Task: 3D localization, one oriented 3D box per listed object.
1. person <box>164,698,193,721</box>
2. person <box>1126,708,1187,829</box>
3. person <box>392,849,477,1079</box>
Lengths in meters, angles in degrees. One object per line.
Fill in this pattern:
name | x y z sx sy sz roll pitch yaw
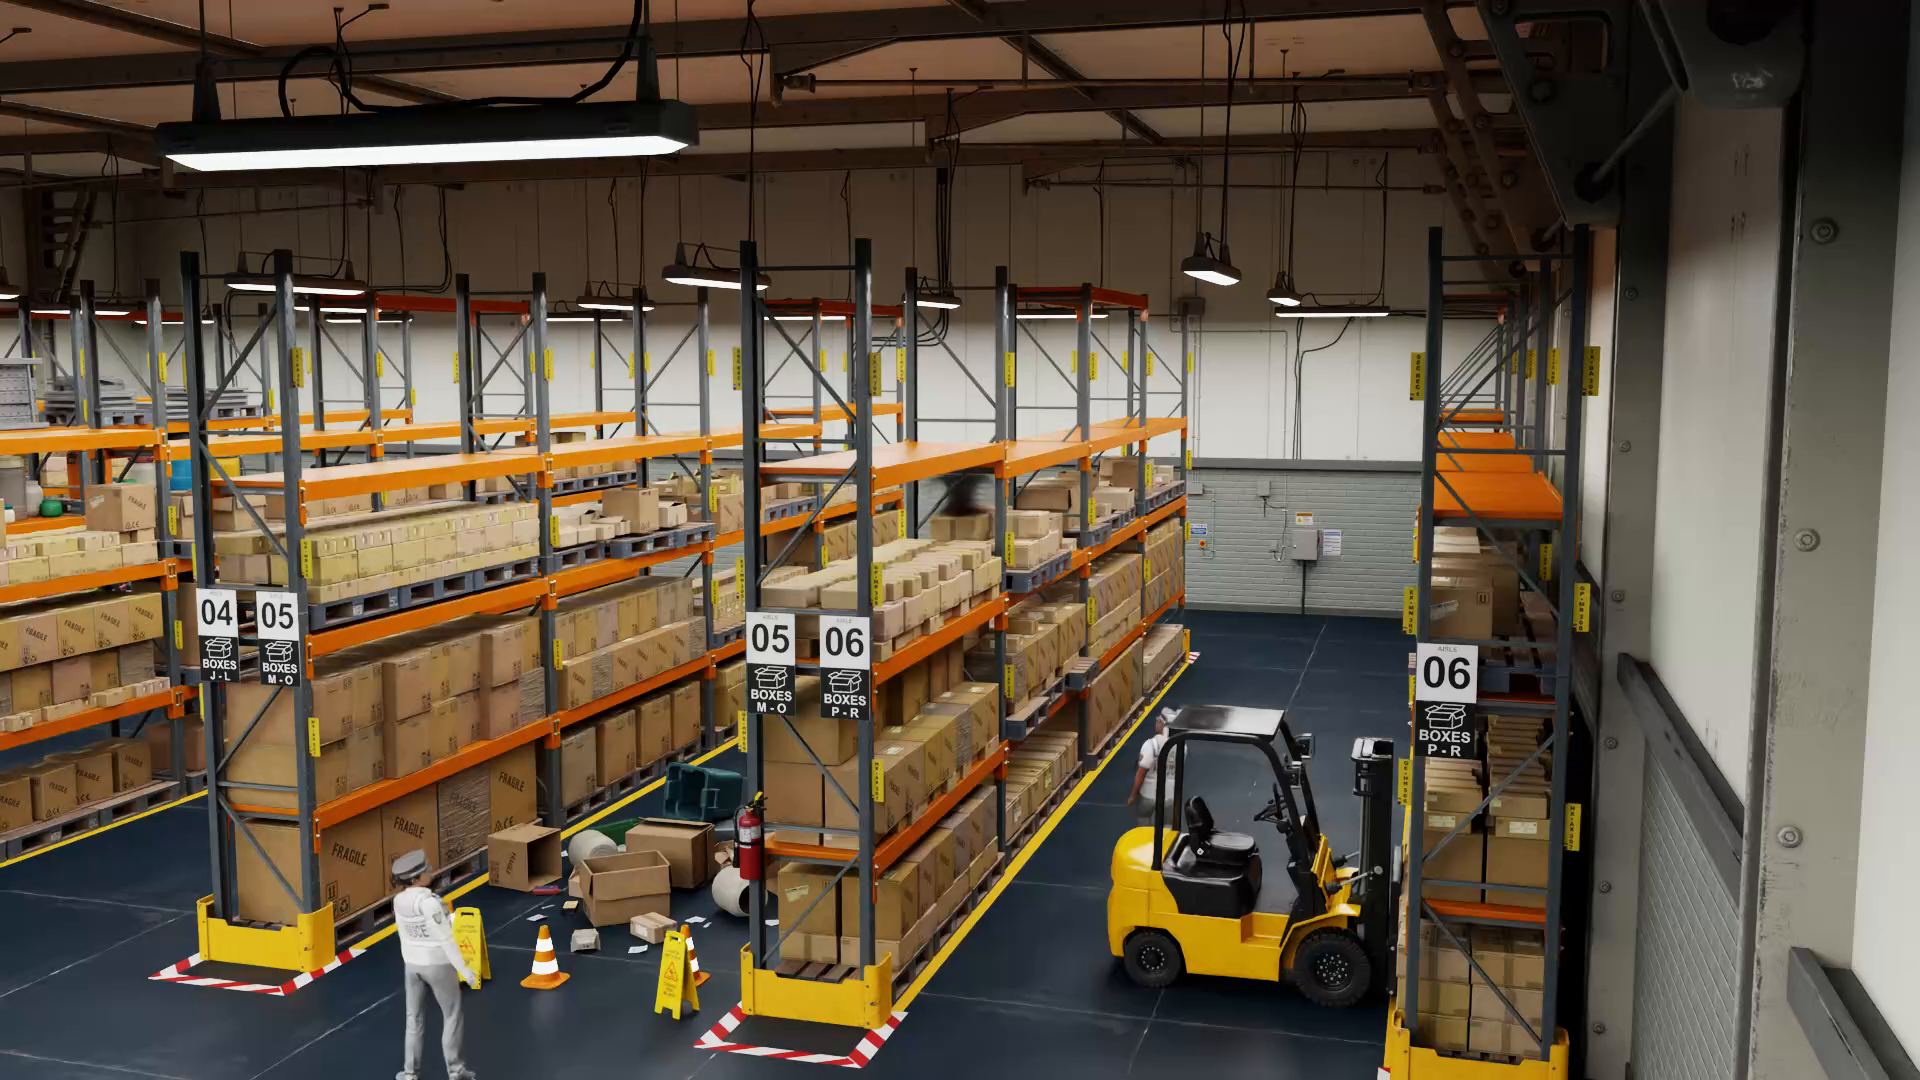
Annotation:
person | -10.323 1.855 21.937 0.701 1.792 0.417 -5 8 -38
person | 1.948 2.482 16.726 0.626 1.659 0.801 -1 6 -10
person | -3.671 3.024 11.690 0.657 1.704 0.434 3 7 24
